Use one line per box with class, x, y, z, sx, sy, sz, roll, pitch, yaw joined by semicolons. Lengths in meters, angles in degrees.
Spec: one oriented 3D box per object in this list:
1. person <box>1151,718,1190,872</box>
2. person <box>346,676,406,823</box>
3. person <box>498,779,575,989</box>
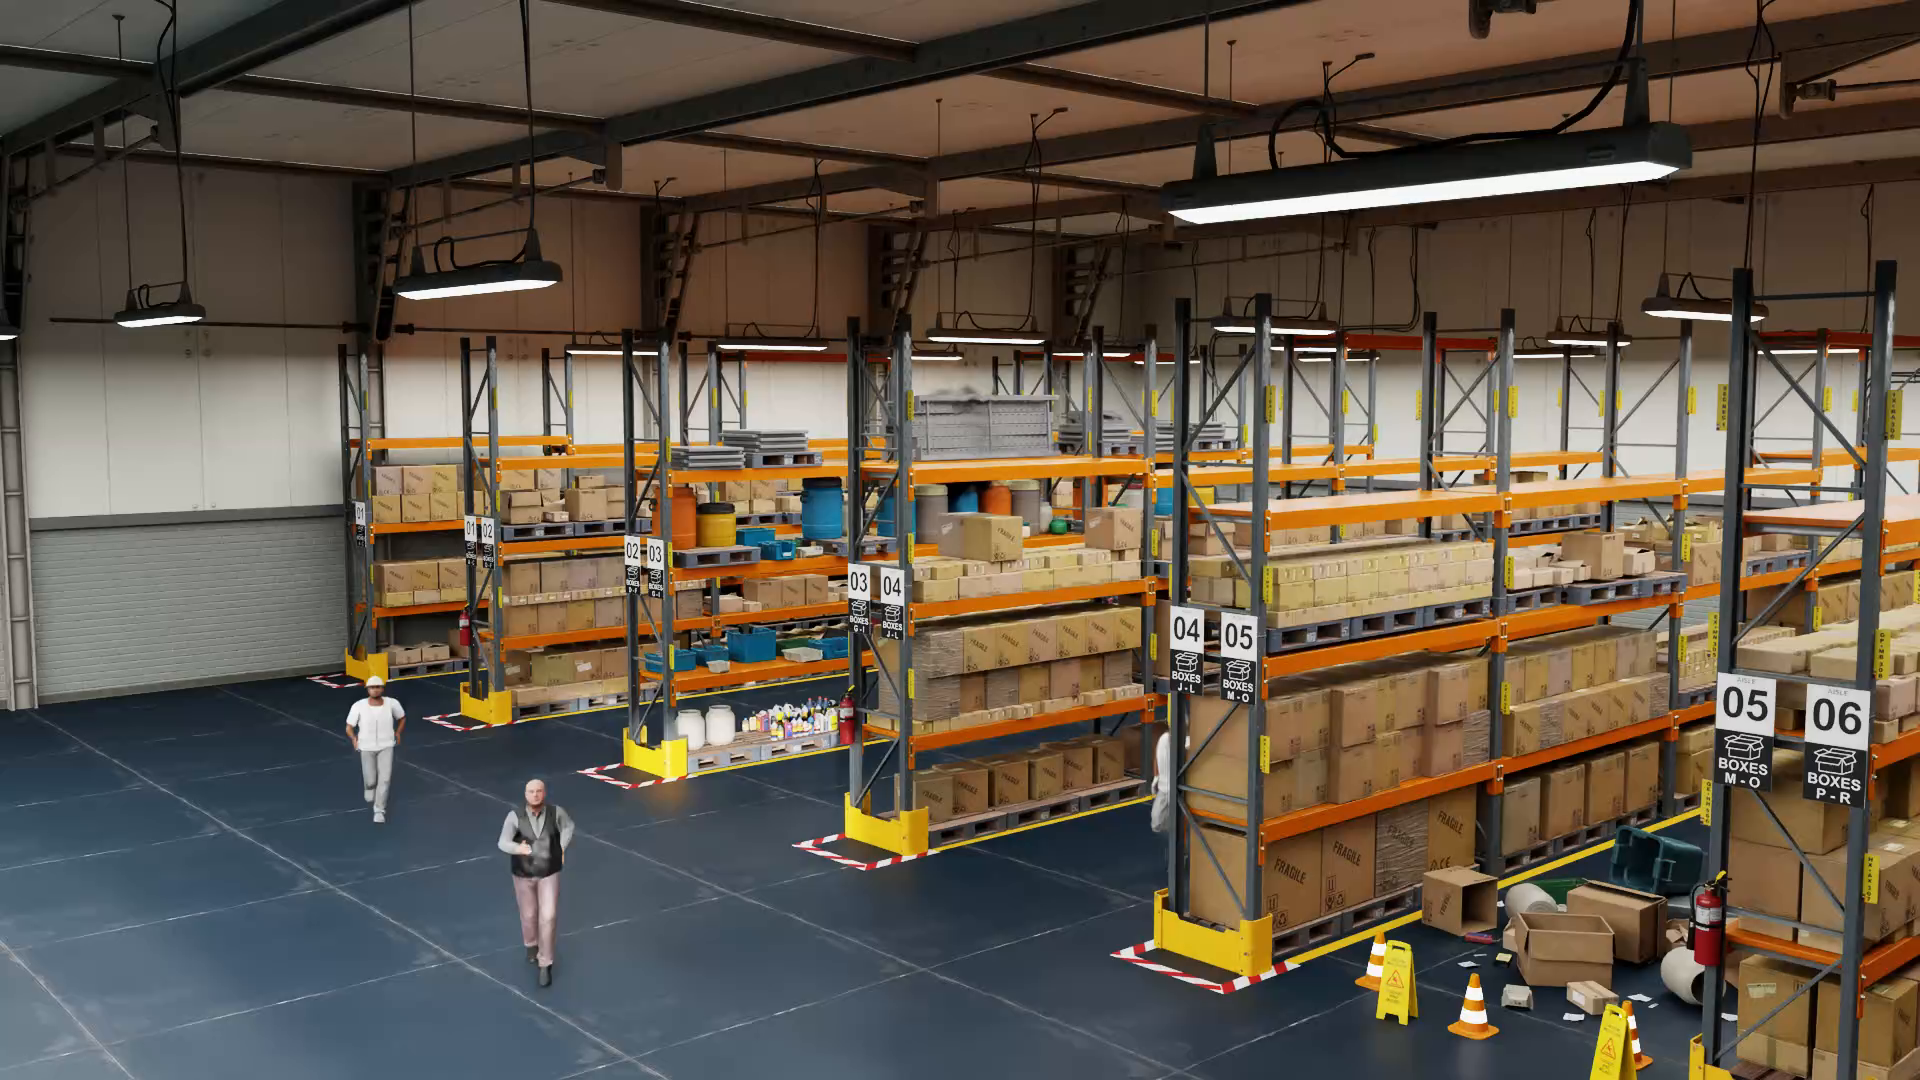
person;2.321;2.699;17.842;0.682;1.746;0.589;4;6;35
person;-7.046;2.502;20.120;0.698;1.735;0.787;-2;6;-23
person;-3.731;2.977;14.673;0.654;1.755;0.801;-1;5;-13
